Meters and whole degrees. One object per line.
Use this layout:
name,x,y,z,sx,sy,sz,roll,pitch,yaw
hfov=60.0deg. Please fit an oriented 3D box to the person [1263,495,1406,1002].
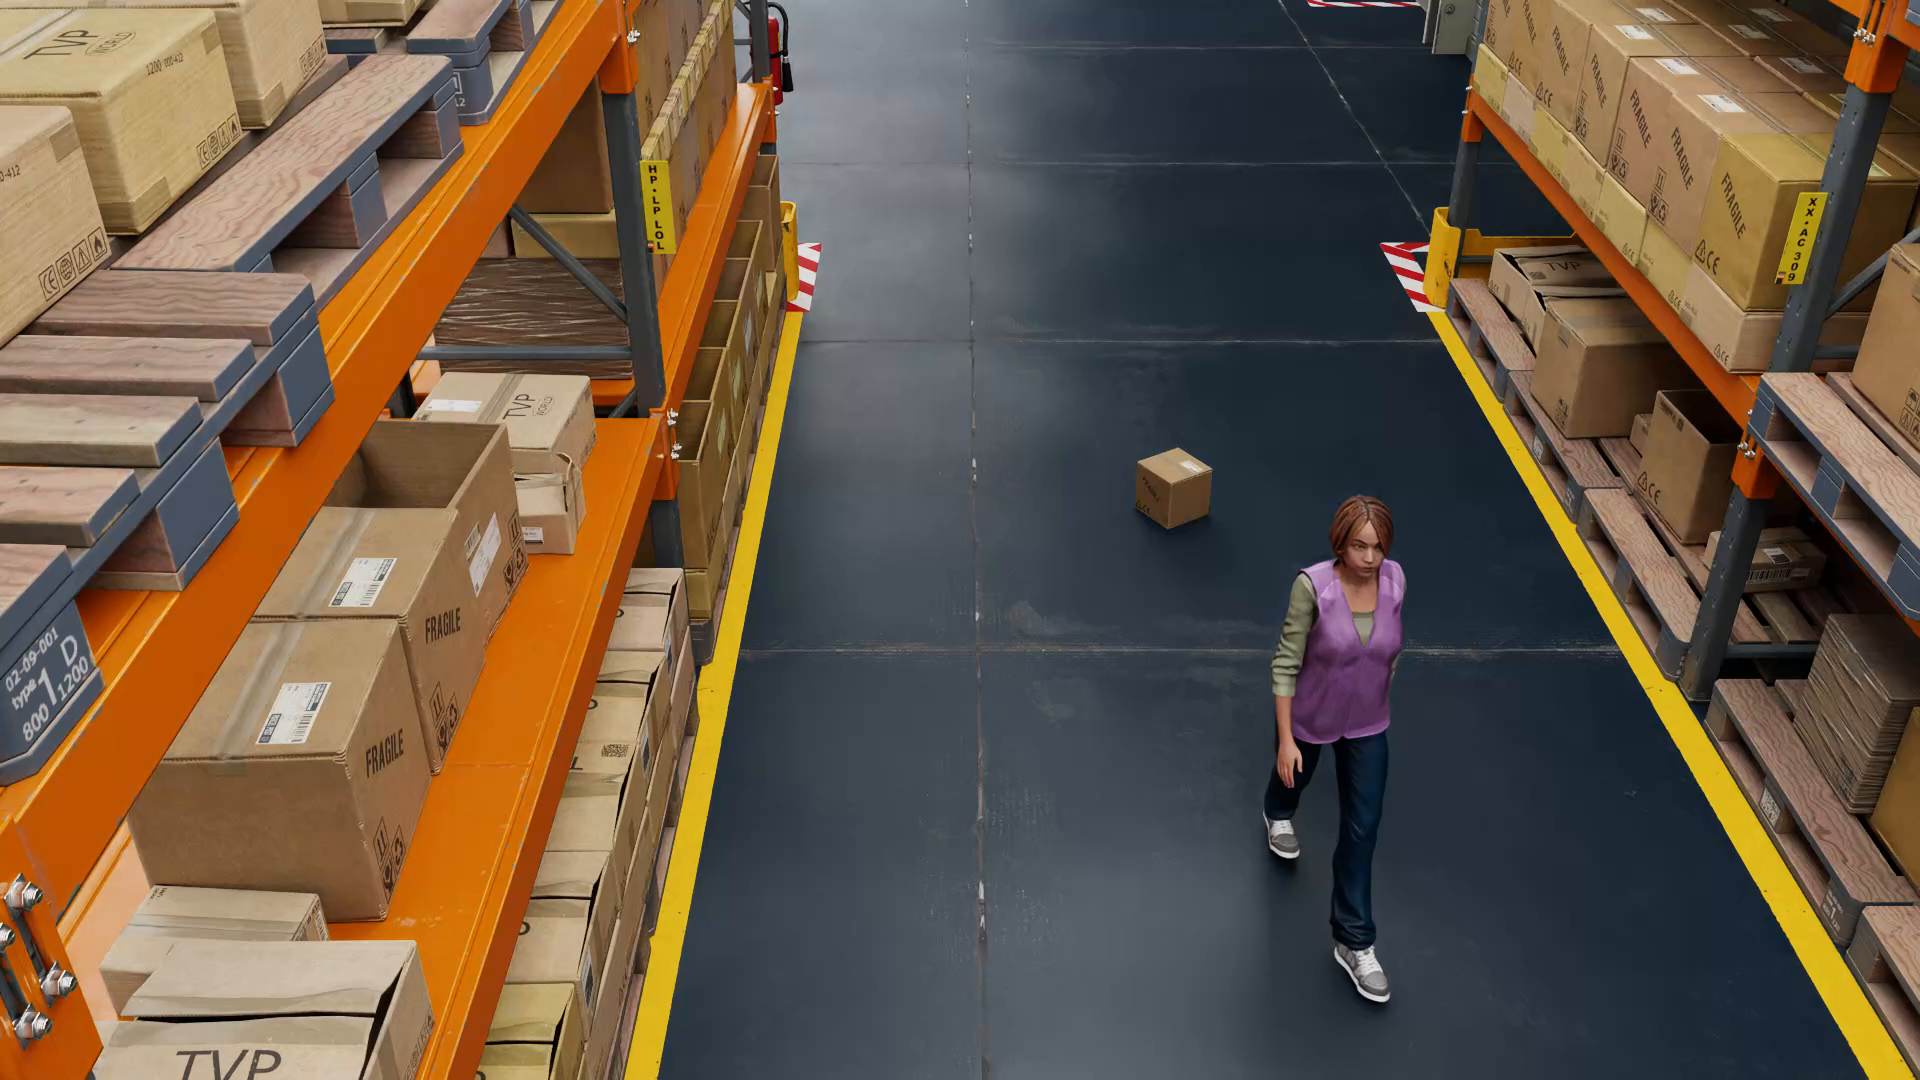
person,1.176,0.577,5.200,0.442,1.537,0.934,-2,32,-3
